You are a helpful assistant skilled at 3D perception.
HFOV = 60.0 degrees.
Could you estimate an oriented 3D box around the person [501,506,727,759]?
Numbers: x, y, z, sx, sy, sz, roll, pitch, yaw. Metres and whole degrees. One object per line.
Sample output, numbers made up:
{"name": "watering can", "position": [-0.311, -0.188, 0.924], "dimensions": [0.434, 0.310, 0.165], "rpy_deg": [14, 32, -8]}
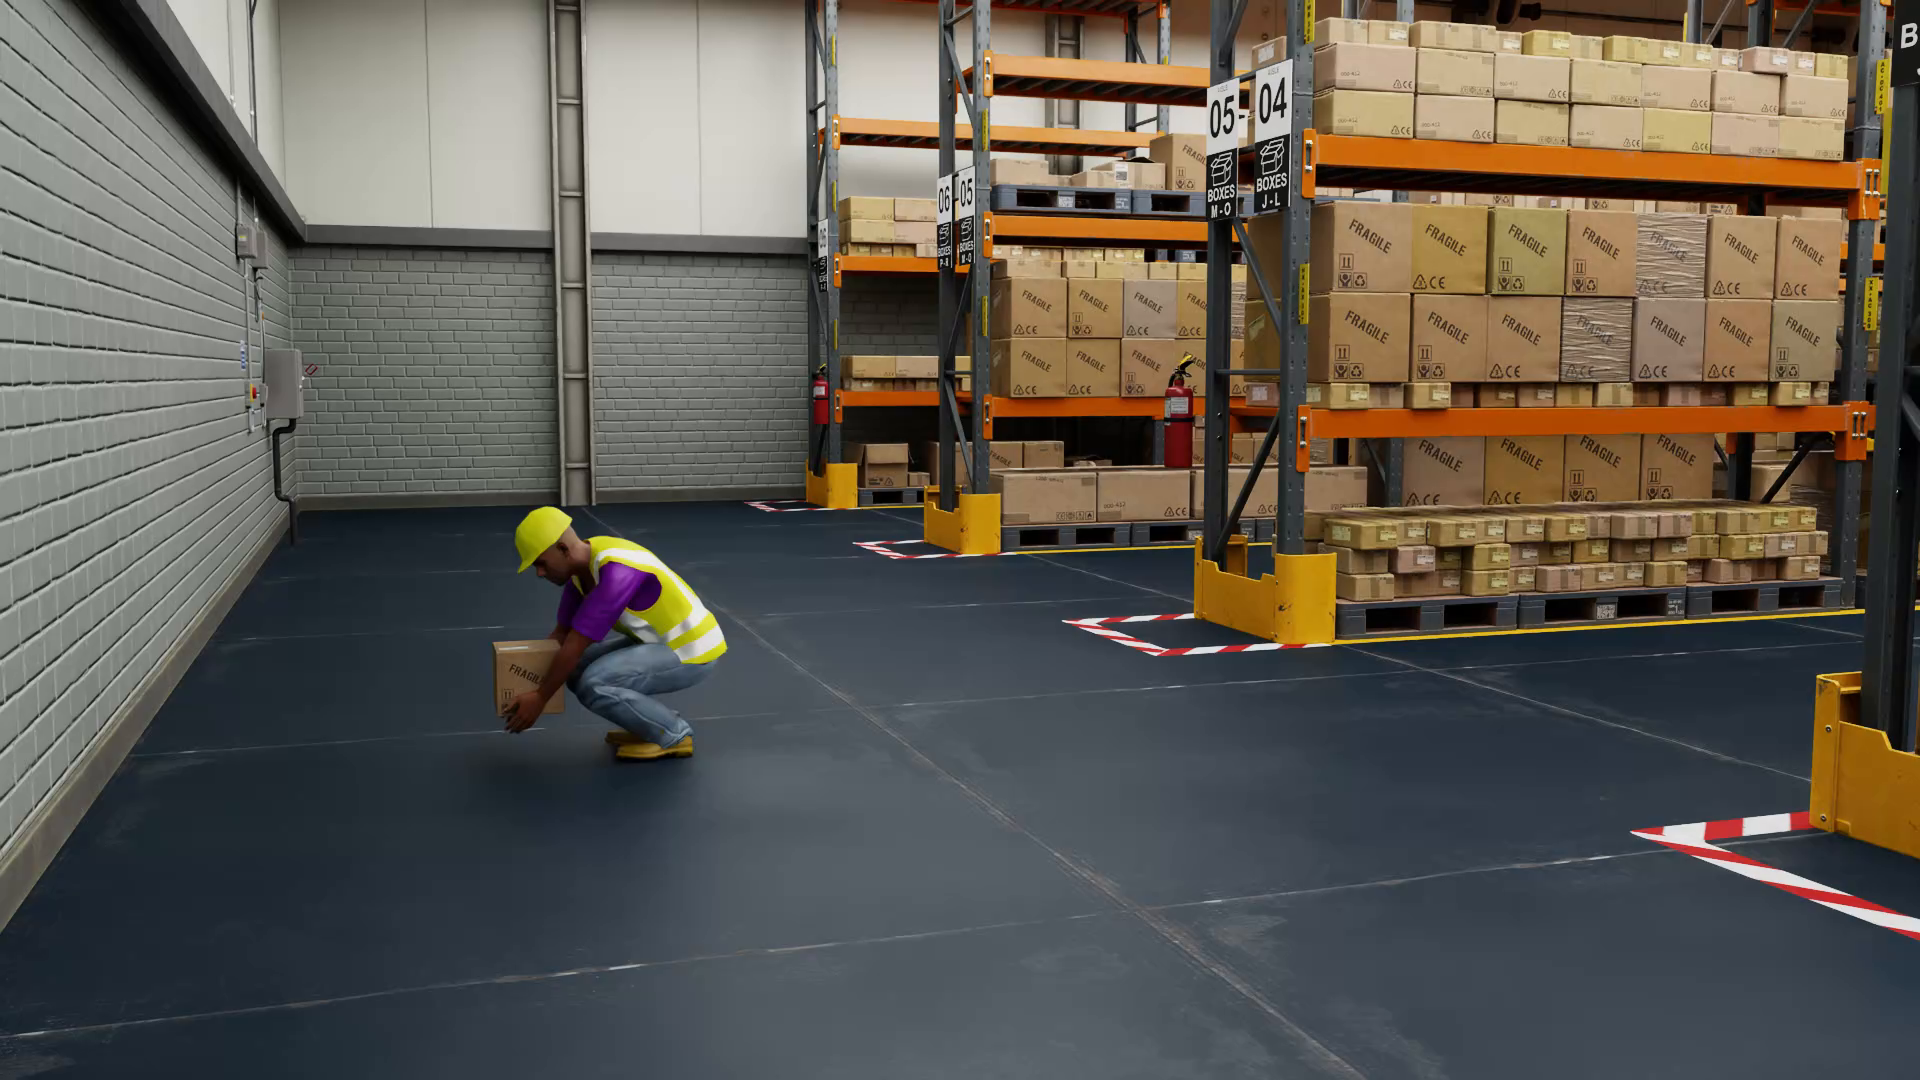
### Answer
{"name": "person", "position": [-1.364, 0.356, 6.546], "dimensions": [0.873, 1.001, 0.587], "rpy_deg": [-2, 6, -19]}
